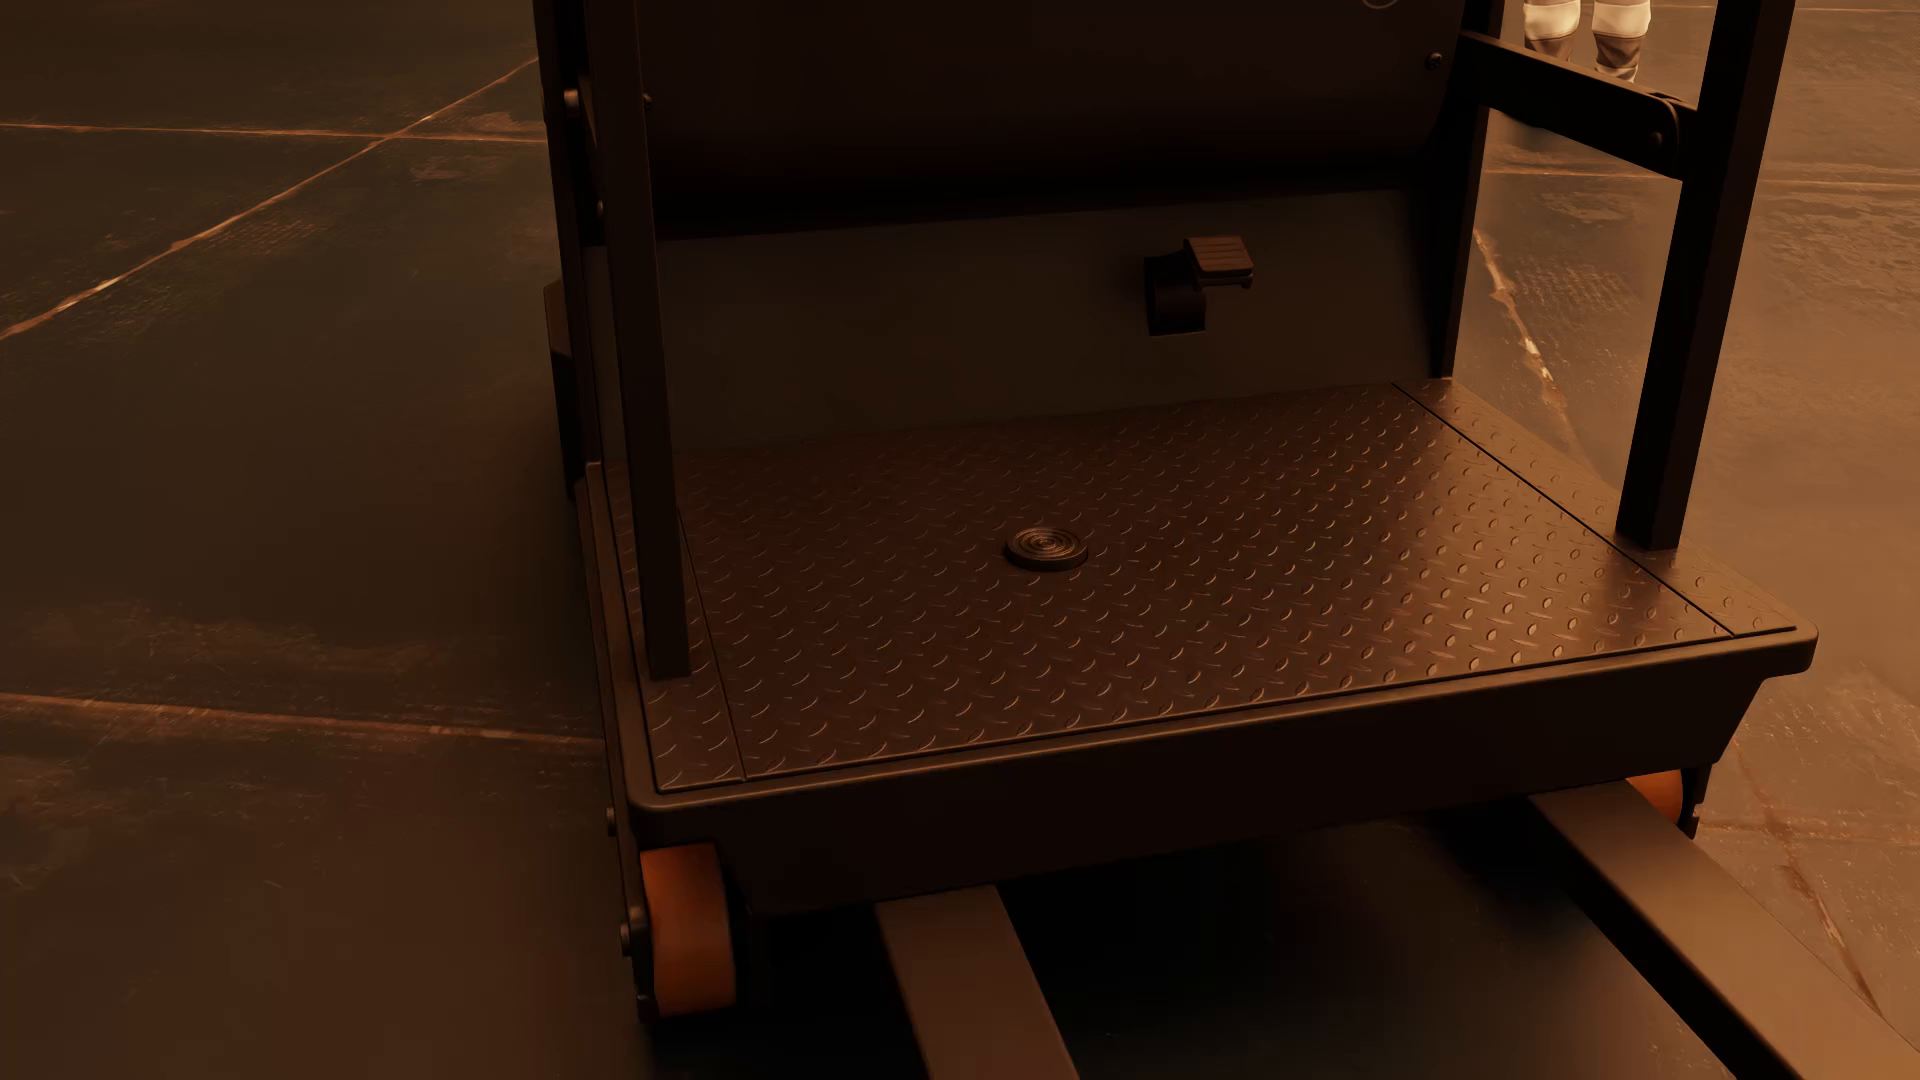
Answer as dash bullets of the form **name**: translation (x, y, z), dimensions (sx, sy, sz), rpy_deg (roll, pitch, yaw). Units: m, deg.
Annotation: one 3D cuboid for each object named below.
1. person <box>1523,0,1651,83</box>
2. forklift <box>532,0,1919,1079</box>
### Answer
- **person**: translation (1.780, -2.094, 4.677), dimensions (0.637, 1.787, 0.564), rpy_deg (3, 27, 6)
- **forklift**: translation (0.153, -1.049, 1.319), dimensions (1.130, 2.935, 3.031), rpy_deg (-7, 27, -13)
